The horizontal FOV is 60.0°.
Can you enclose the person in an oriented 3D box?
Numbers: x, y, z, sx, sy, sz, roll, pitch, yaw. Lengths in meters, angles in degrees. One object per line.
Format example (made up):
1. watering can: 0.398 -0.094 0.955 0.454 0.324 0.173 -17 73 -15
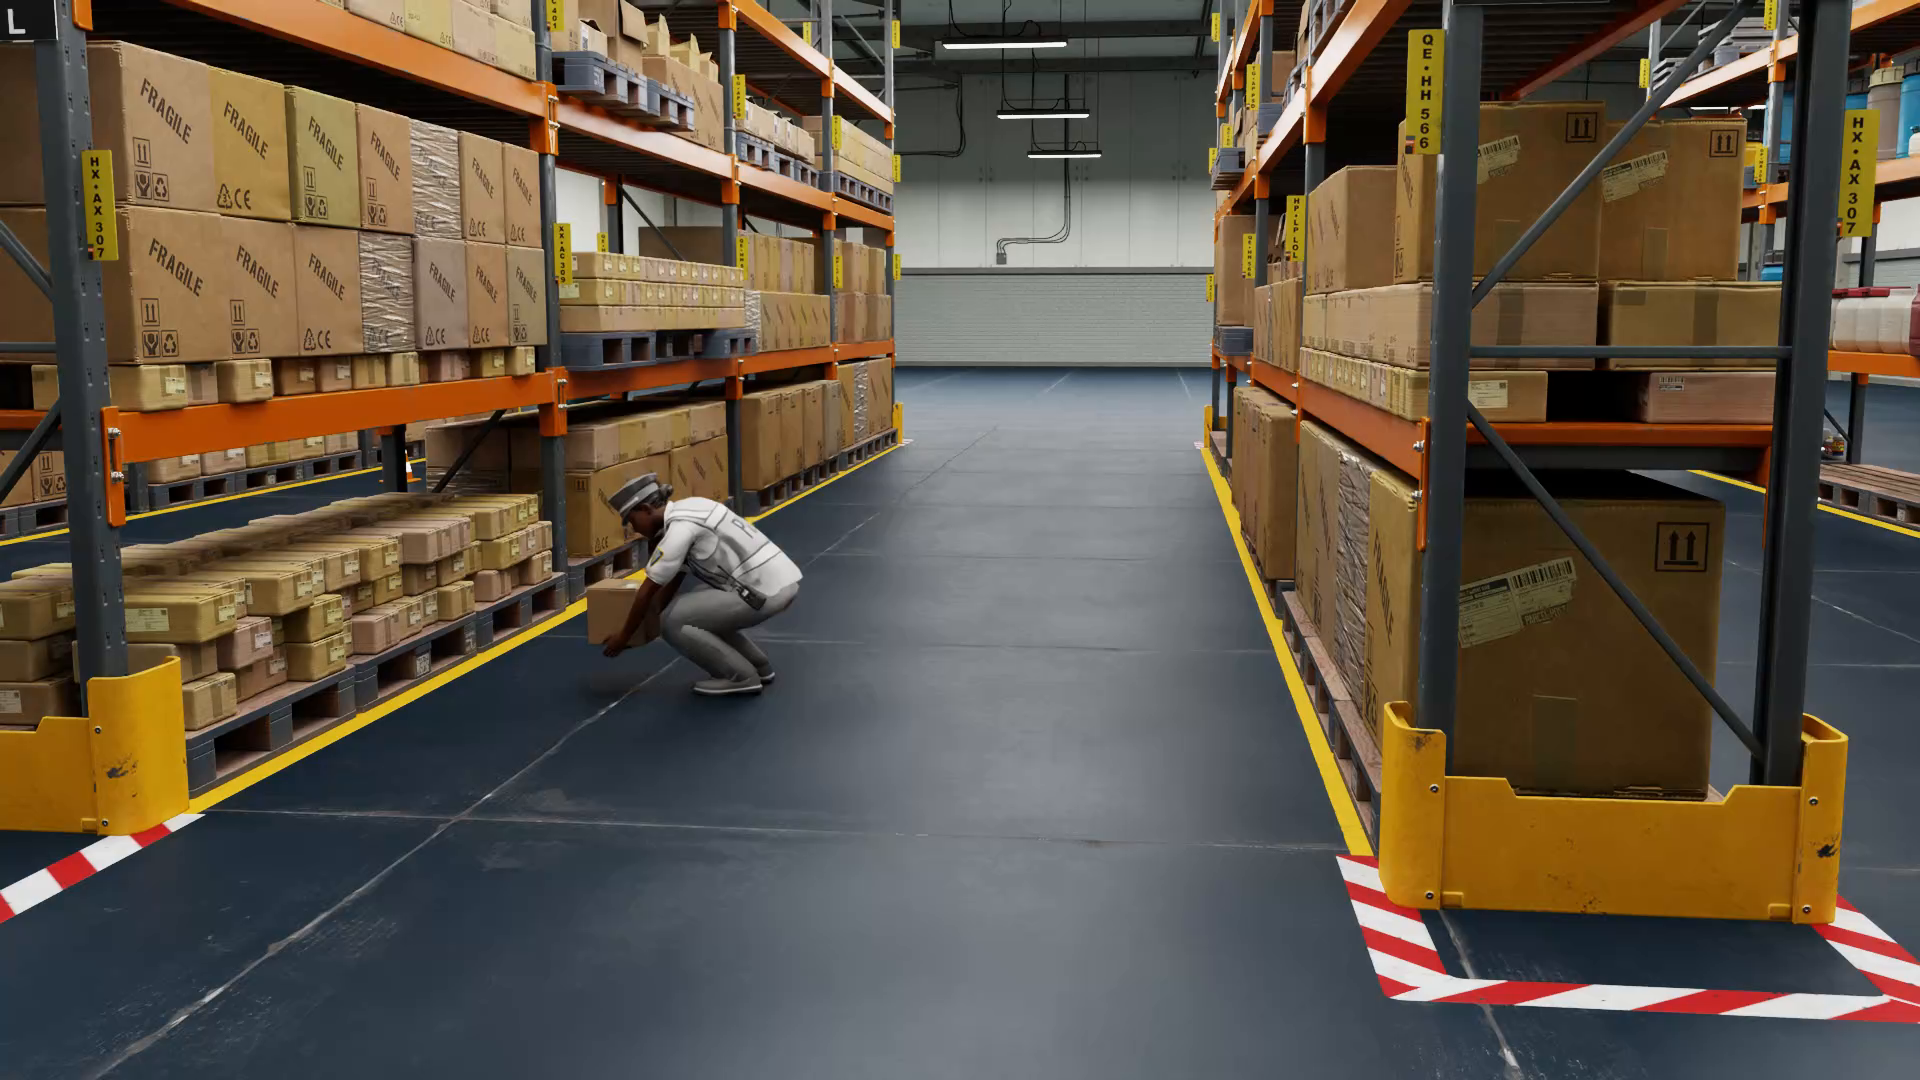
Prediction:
1. person: -1.113 0.184 7.172 0.842 0.942 0.506 1 8 6
